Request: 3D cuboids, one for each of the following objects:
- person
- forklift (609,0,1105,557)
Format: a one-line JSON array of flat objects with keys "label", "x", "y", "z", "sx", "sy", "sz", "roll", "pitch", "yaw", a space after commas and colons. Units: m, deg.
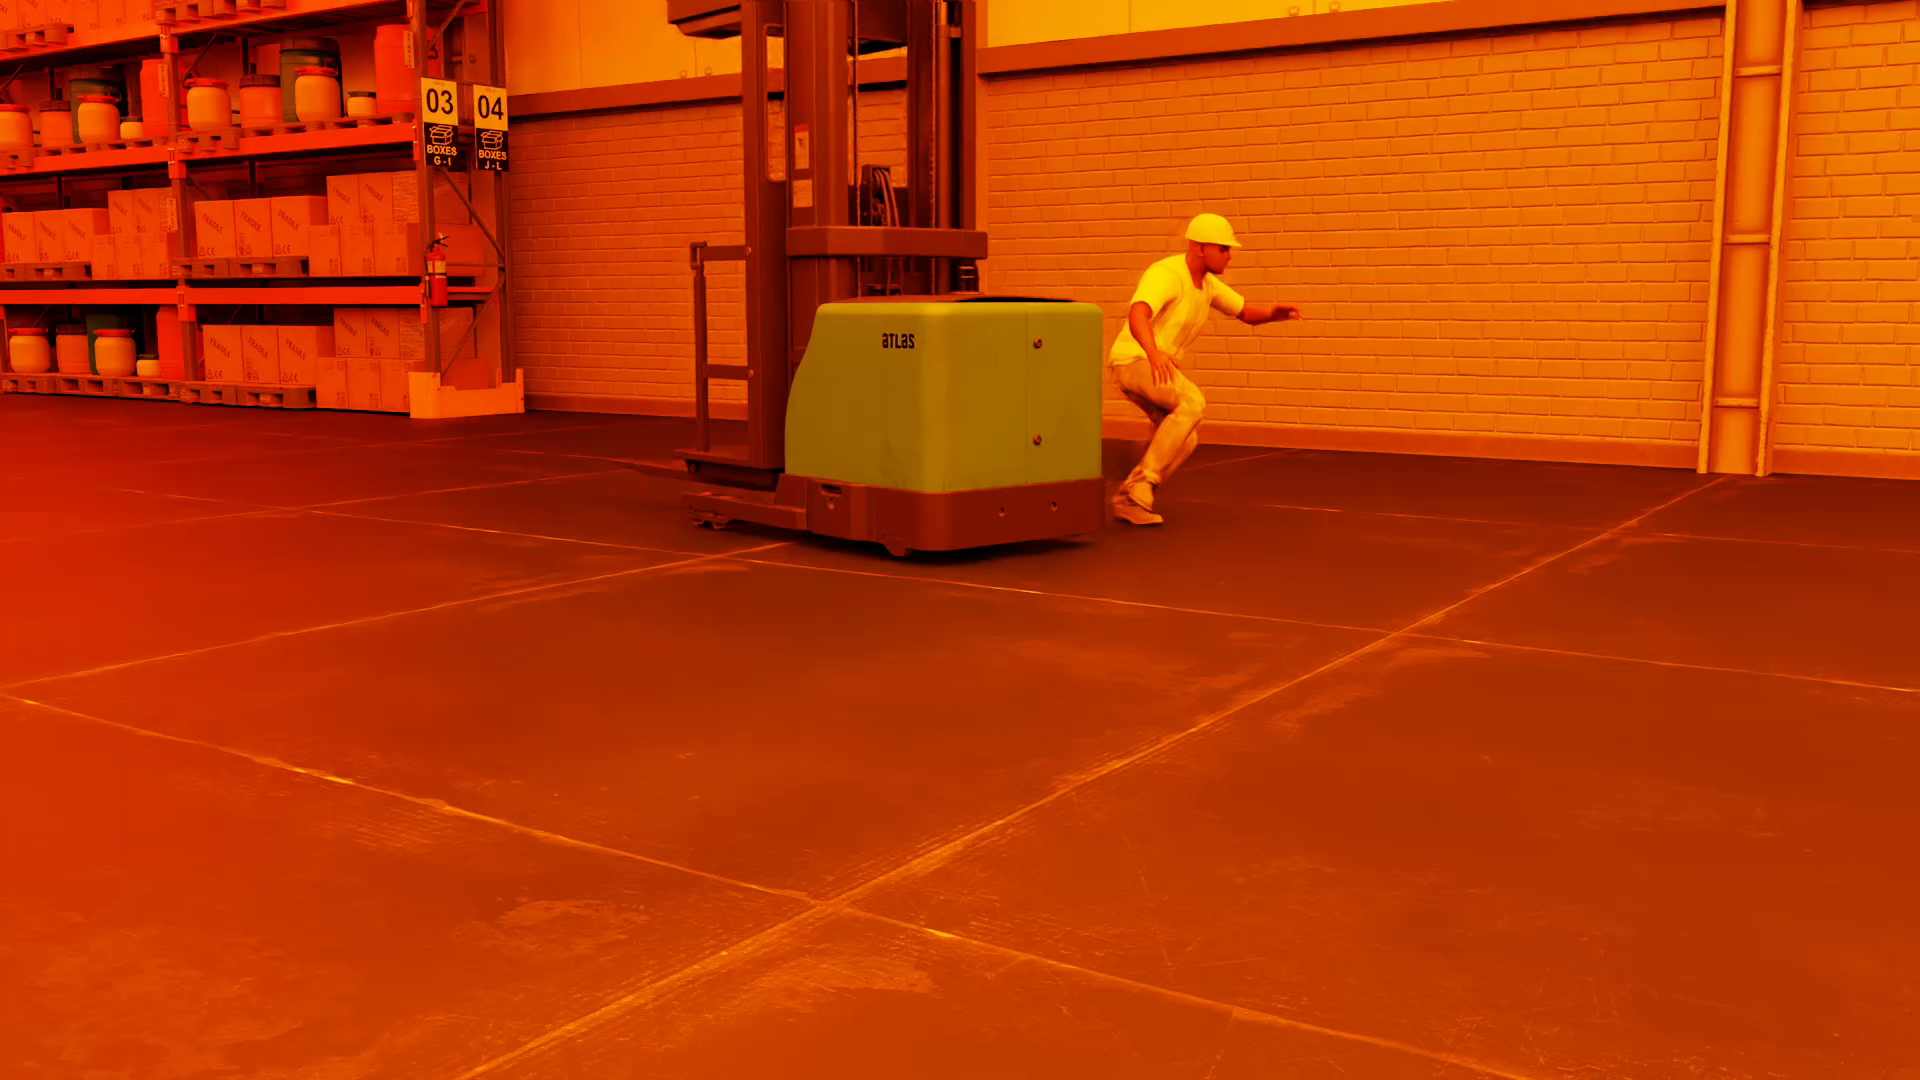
[{"label": "person", "x": 1.152, "y": -0.838, "z": 8.173, "sx": 0.928, "sy": 1.519, "sz": 1.089, "roll": 4, "pitch": 9, "yaw": 24}, {"label": "forklift", "x": -0.693, "y": -1.538, "z": 8.008, "sx": 1.130, "sy": 2.935, "sz": 3.031, "roll": -7, "pitch": 11, "yaw": -40}]
